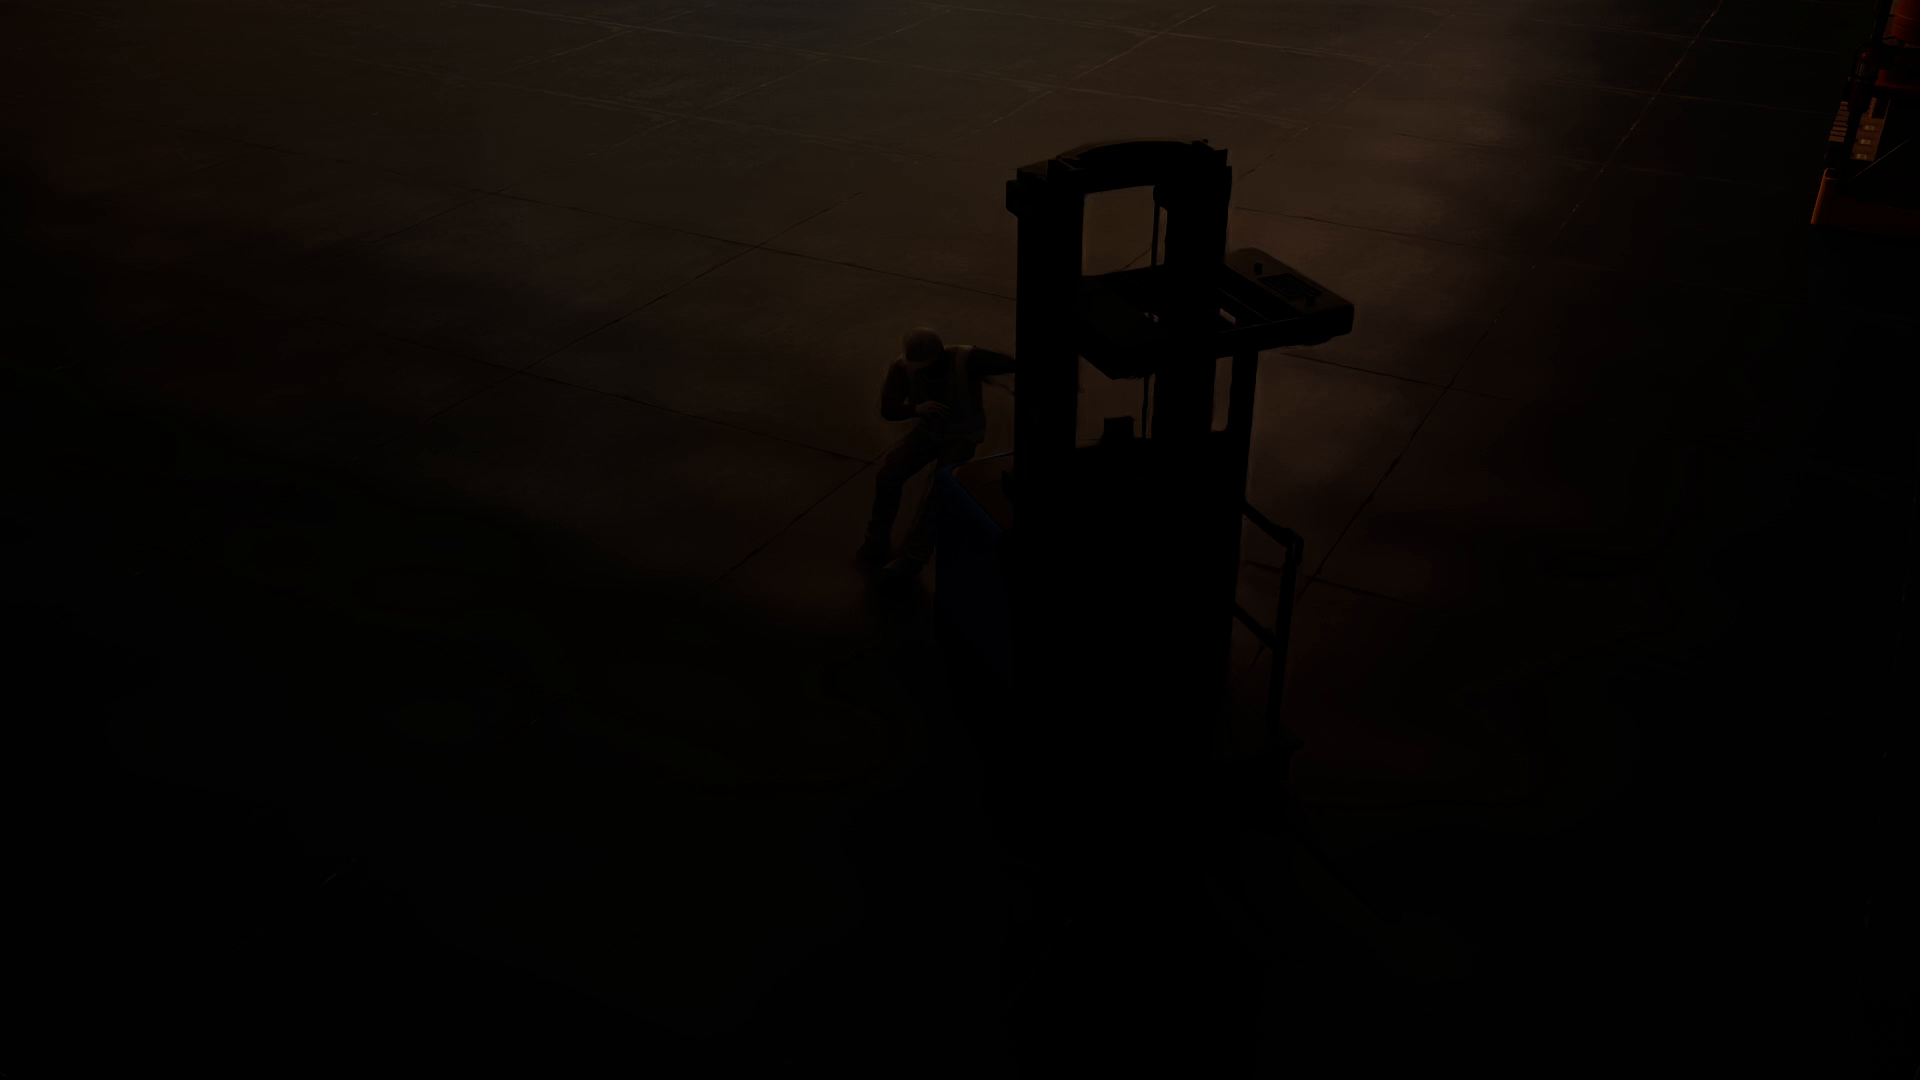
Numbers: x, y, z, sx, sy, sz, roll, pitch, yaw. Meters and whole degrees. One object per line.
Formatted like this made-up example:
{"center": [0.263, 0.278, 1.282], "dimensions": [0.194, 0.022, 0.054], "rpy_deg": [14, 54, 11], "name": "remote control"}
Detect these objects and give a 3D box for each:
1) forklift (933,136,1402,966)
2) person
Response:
{"center": [0.912, -0.141, 7.314], "dimensions": [1.130, 2.935, 3.031], "rpy_deg": [-12, 32, -20], "name": "forklift"}
{"center": [0.003, -0.534, 9.531], "dimensions": [1.232, 1.470, 0.957], "rpy_deg": [7, 31, 12], "name": "person"}
